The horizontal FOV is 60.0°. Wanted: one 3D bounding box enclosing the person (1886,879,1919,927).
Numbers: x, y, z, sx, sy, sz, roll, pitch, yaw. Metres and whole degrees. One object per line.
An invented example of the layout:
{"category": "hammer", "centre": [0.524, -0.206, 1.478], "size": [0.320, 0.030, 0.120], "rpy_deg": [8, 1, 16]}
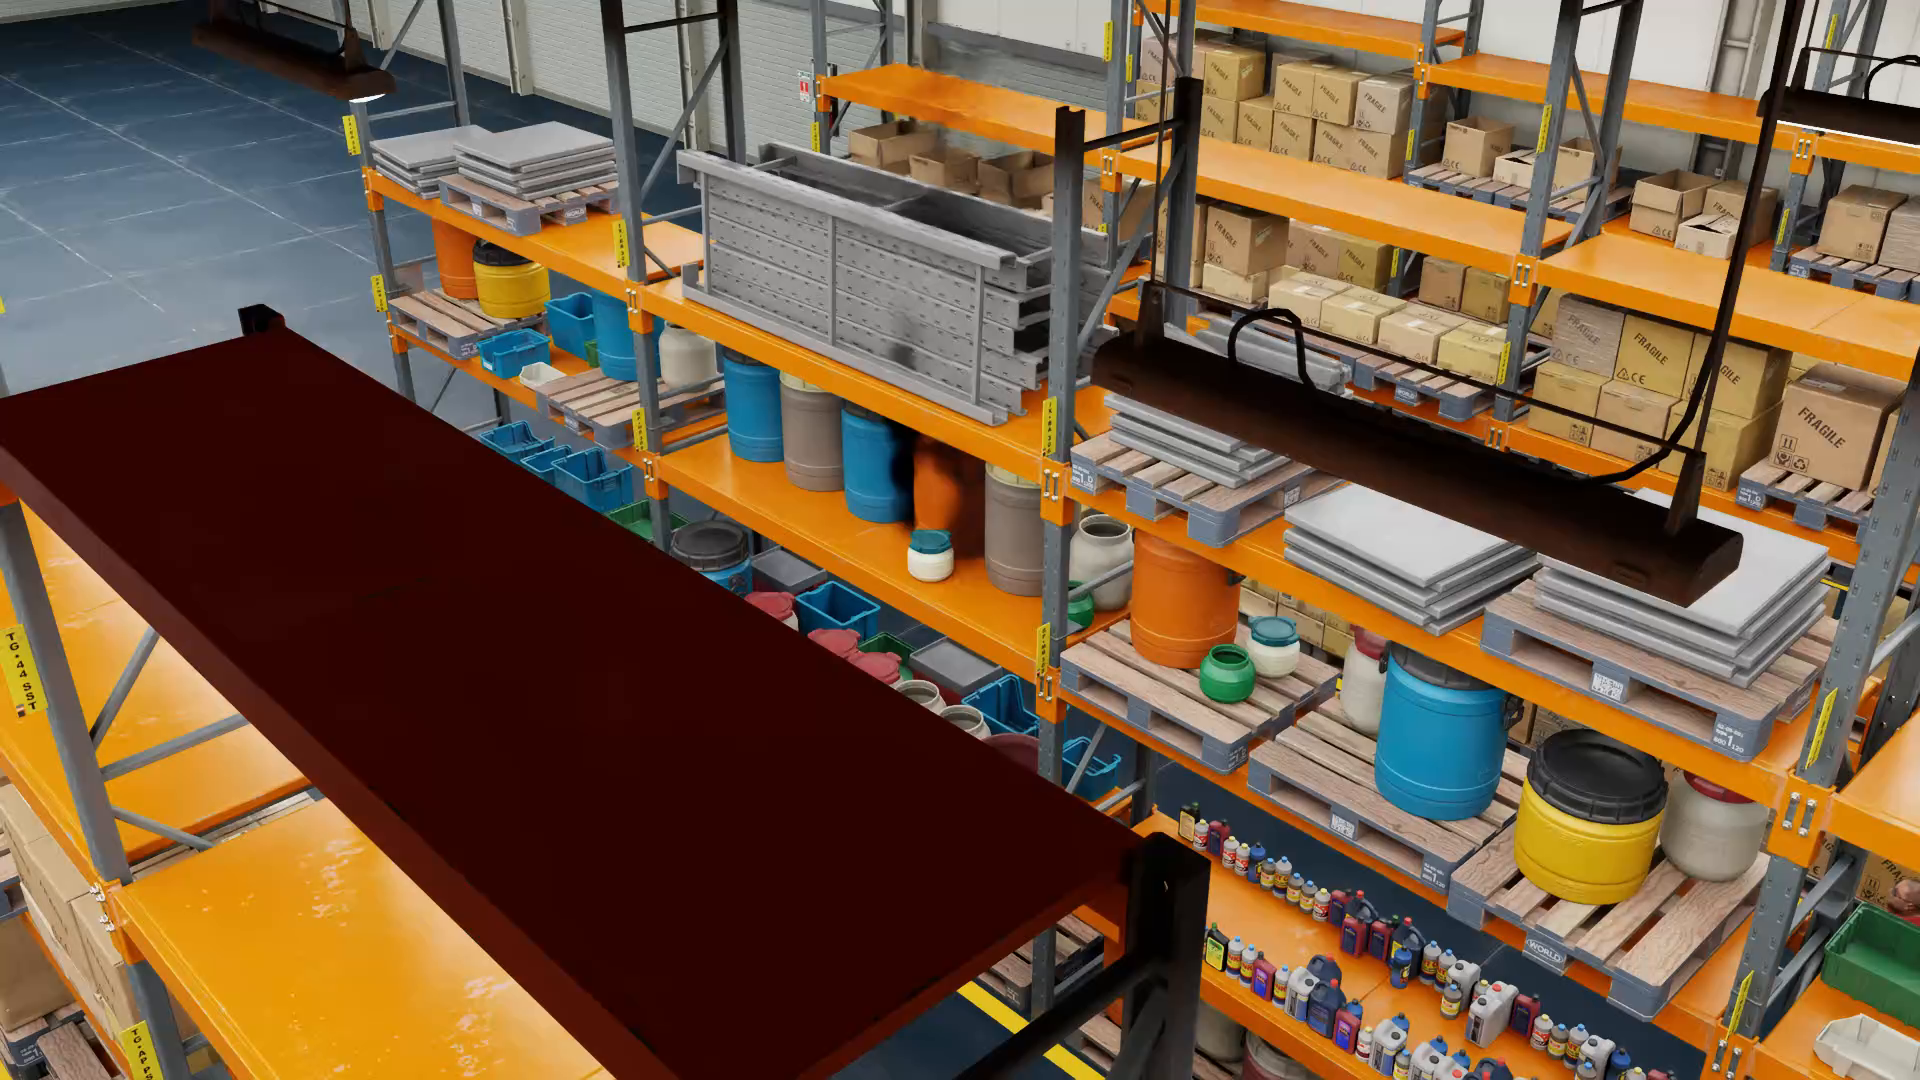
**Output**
{"category": "person", "centre": [5.500, 2.709, 9.976], "size": [0.953, 1.699, 0.672], "rpy_deg": [19, 33, 31]}
